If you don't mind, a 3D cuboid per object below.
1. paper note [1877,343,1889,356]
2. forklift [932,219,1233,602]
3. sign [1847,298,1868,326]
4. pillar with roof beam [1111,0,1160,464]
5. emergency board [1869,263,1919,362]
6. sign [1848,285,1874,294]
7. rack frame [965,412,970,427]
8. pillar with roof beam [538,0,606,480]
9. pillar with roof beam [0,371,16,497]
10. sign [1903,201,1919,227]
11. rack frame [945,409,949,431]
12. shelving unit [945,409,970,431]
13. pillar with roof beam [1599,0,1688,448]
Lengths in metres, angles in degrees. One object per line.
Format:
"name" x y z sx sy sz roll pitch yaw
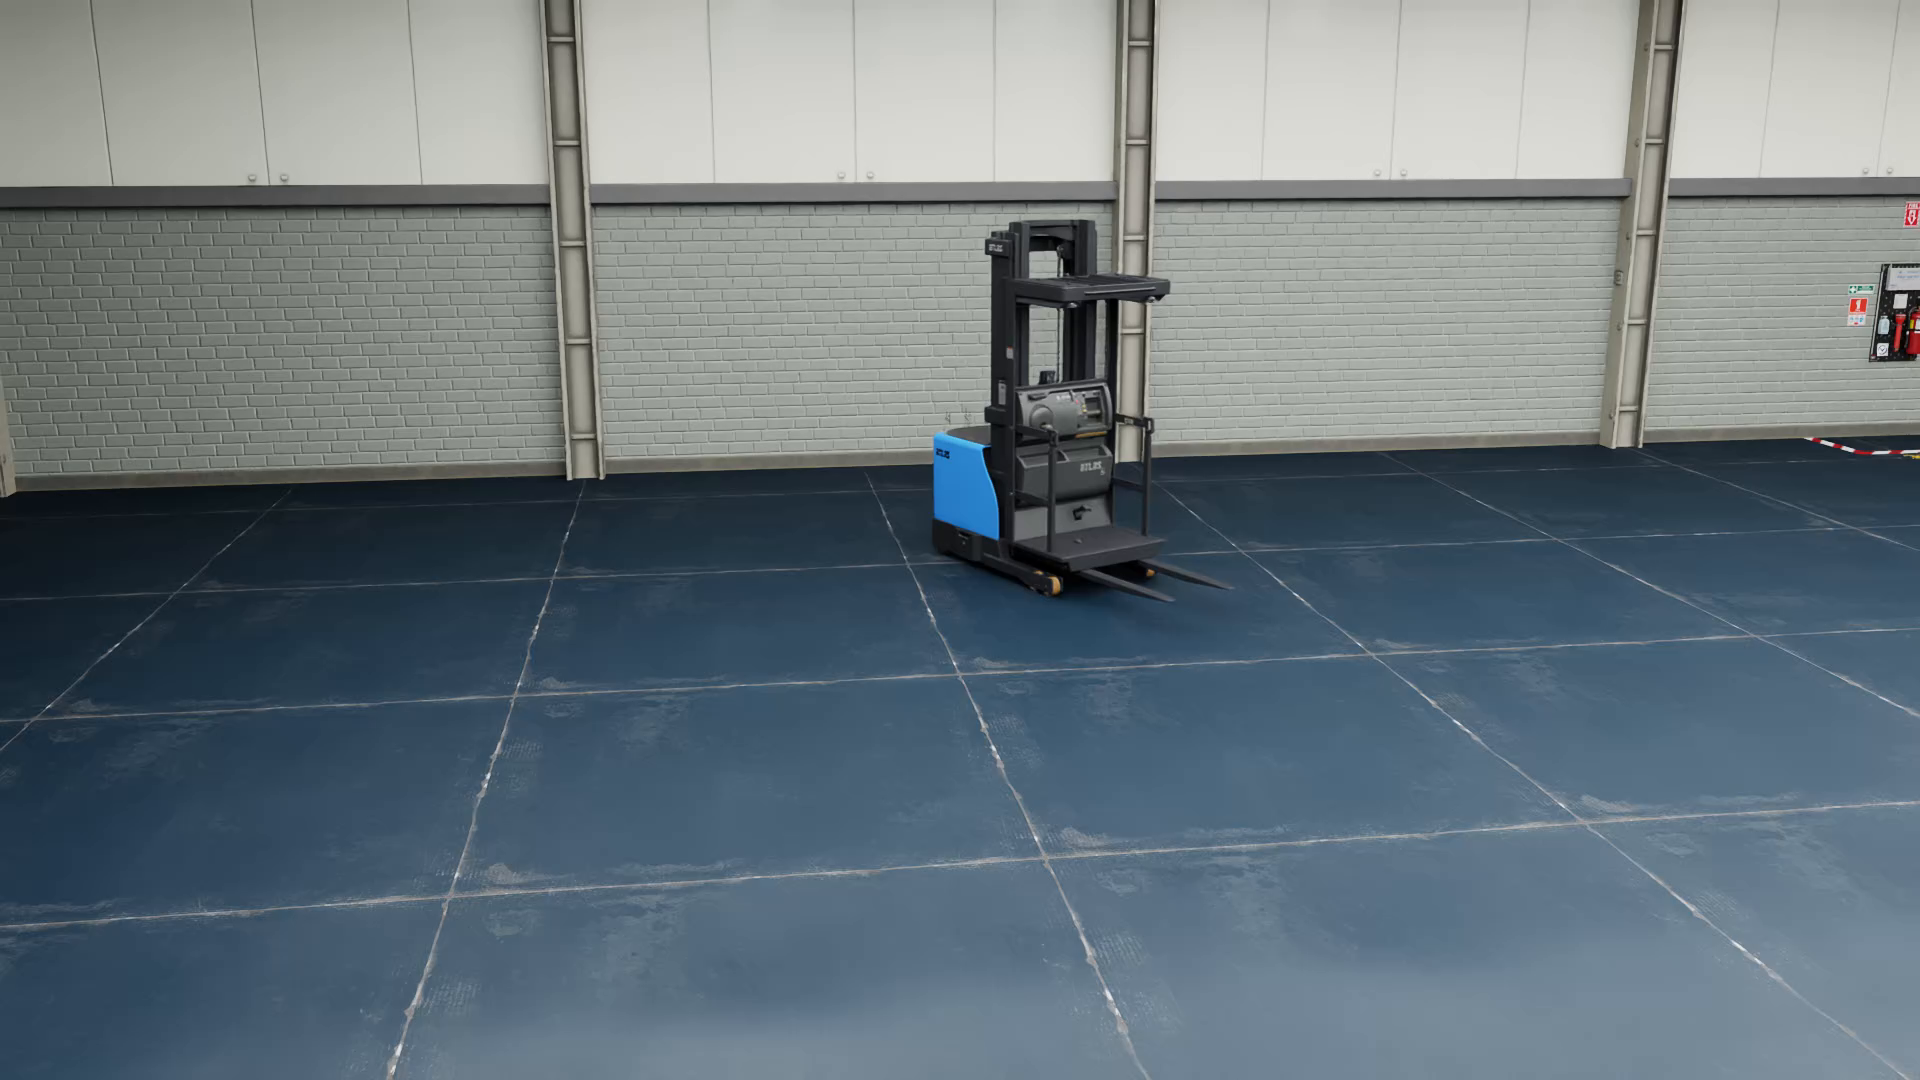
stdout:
"paper note" 11.125 -2.295 20.044 0.142 0.148 0.016 -2 14 -8
"forklift" 0.993 -1.097 13.598 1.130 2.935 3.031 -9 17 -33
"sign" 10.749 -2.734 19.911 0.234 0.329 0.001 -2 14 -8
"pillar with roof beam" 2.535 -4.232 13.624 0.400 9.000 9.100 -2 14 -8
"emergency board" 11.311 -2.712 19.897 0.643 1.169 0.194 -2 14 -8
"sign" 10.754 -2.989 19.839 0.331 0.109 0.001 -2 14 -8
"rack frame" 0.063 -0.589 15.131 0.006 1.200 0.240 -2 14 -9
"pillar with roof beam" -3.398 -4.014 12.757 0.400 9.000 9.100 -2 14 -8
"pillar with roof beam" -9.331 -3.797 11.890 0.400 9.000 9.100 -2 14 -8
"sign" 11.288 -3.860 19.709 0.199 0.298 0.001 -2 14 -8
"rack frame" -0.117 -0.582 15.102 0.006 1.200 0.240 -2 14 -9
"shelving unit" -0.027 -0.585 15.117 0.189 1.200 0.258 -2 14 -9
"pillar with roof beam" 8.468 -4.449 14.491 0.400 9.000 9.100 -2 14 -8
